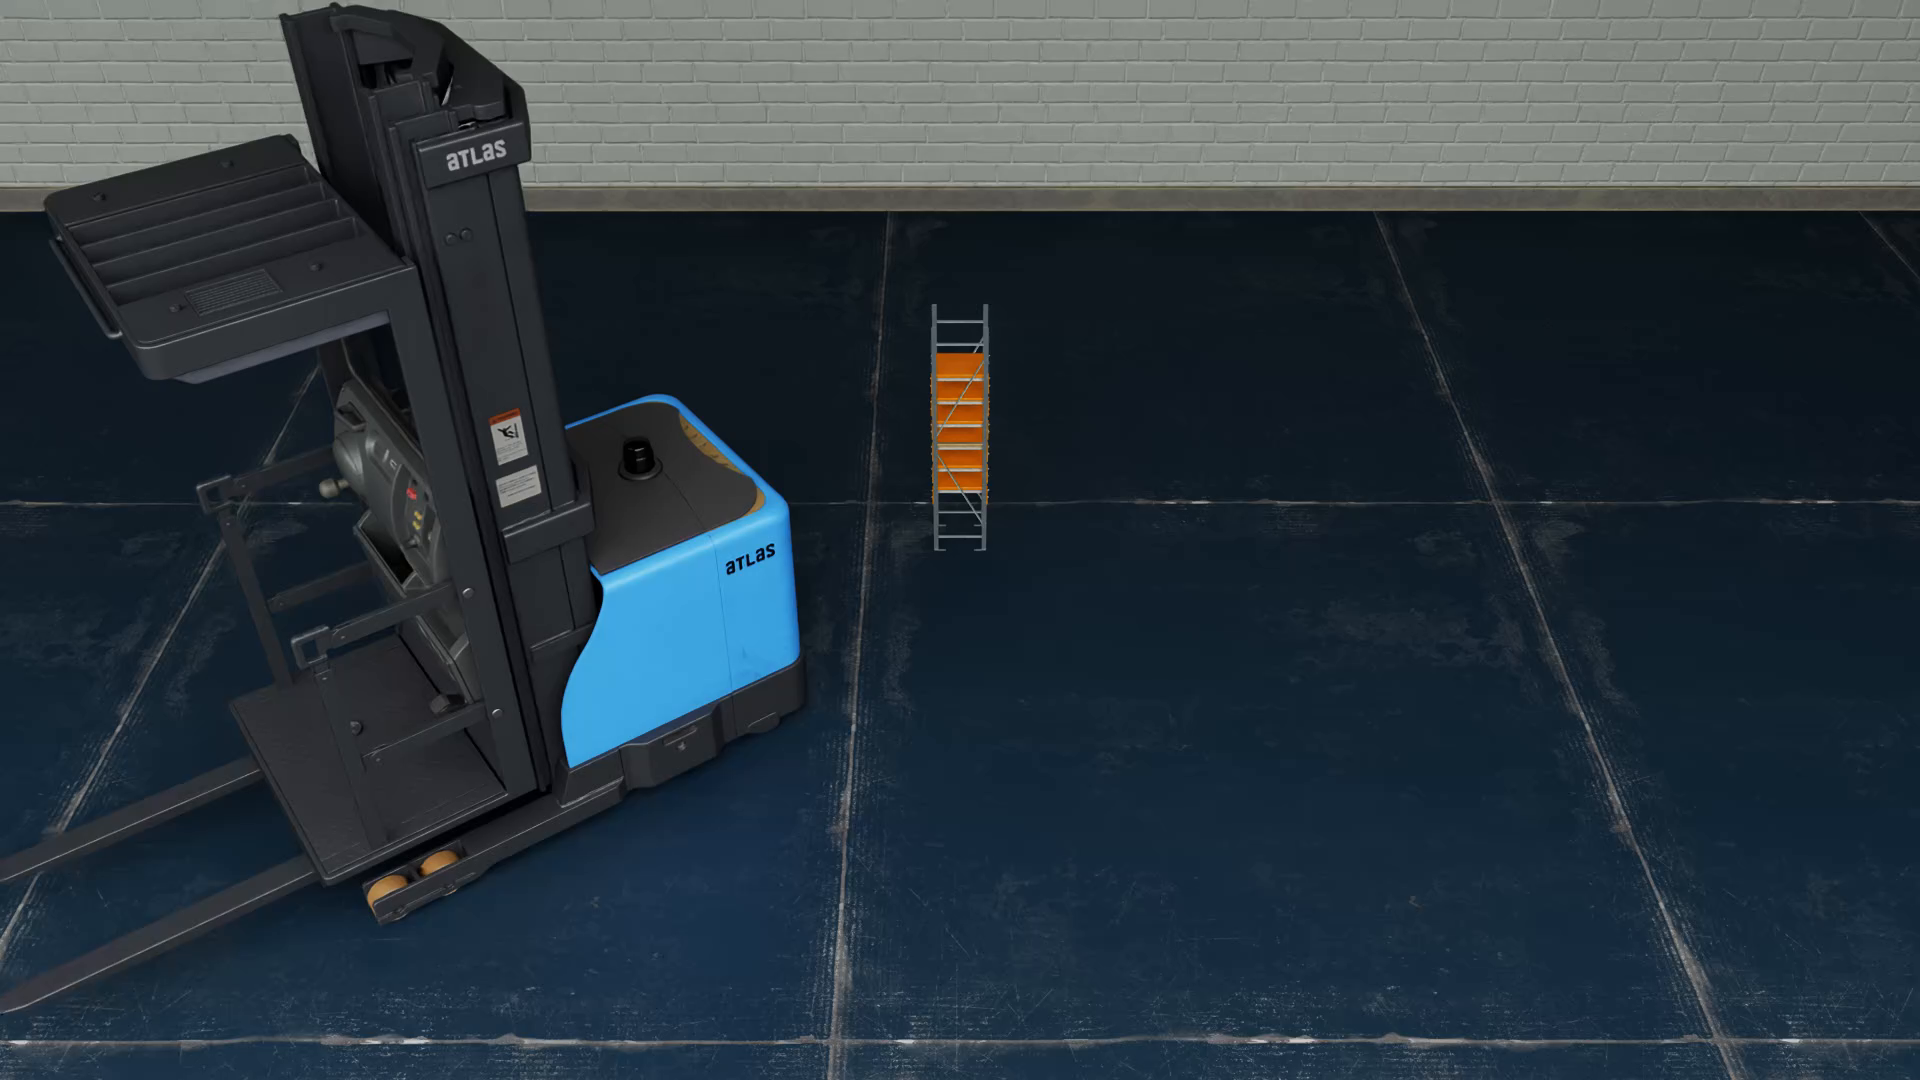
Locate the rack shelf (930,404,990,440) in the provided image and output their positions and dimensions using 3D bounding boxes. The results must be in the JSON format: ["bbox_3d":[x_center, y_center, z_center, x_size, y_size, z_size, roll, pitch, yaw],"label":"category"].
[{"bbox_3d":[0.000,-0.536,7.339,0.258,0.103,0.180,0,39,0],"label":"rack shelf"}]

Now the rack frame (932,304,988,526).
[{"bbox_3d":[0.000,-0.534,7.457,0.240,1.200,0.006,0,39,0],"label":"rack frame"}]

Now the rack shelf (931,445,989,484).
[{"bbox_3d":[0.000,-0.349,7.489,0.258,0.103,0.180,0,39,0],"label":"rack shelf"}]

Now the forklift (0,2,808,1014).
[{"bbox_3d":[-2.118,-0.142,5.583,3.031,2.935,1.130,-24,45,-27],"label":"forklift"}]

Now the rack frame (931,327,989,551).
[{"bbox_3d":[0.000,-0.420,7.315,0.240,1.200,0.006,0,39,0],"label":"rack frame"}]

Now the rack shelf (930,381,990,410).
[{"bbox_3d":[0.000,-0.630,7.264,0.258,0.103,0.180,0,39,0],"label":"rack shelf"}]

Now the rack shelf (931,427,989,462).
[{"bbox_3d":[0.000,-0.443,7.414,0.258,0.103,0.180,0,39,0],"label":"rack shelf"}]

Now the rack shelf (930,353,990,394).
[{"bbox_3d":[0.000,-0.724,7.189,0.258,0.103,0.180,0,39,0],"label":"rack shelf"}]

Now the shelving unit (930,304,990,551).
[{"bbox_3d":[0.000,-0.477,7.386,0.258,1.200,0.189,0,39,0],"label":"shelving unit"}]

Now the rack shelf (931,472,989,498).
[{"bbox_3d":[0.000,-0.255,7.564,0.258,0.103,0.180,0,39,0],"label":"rack shelf"}]
